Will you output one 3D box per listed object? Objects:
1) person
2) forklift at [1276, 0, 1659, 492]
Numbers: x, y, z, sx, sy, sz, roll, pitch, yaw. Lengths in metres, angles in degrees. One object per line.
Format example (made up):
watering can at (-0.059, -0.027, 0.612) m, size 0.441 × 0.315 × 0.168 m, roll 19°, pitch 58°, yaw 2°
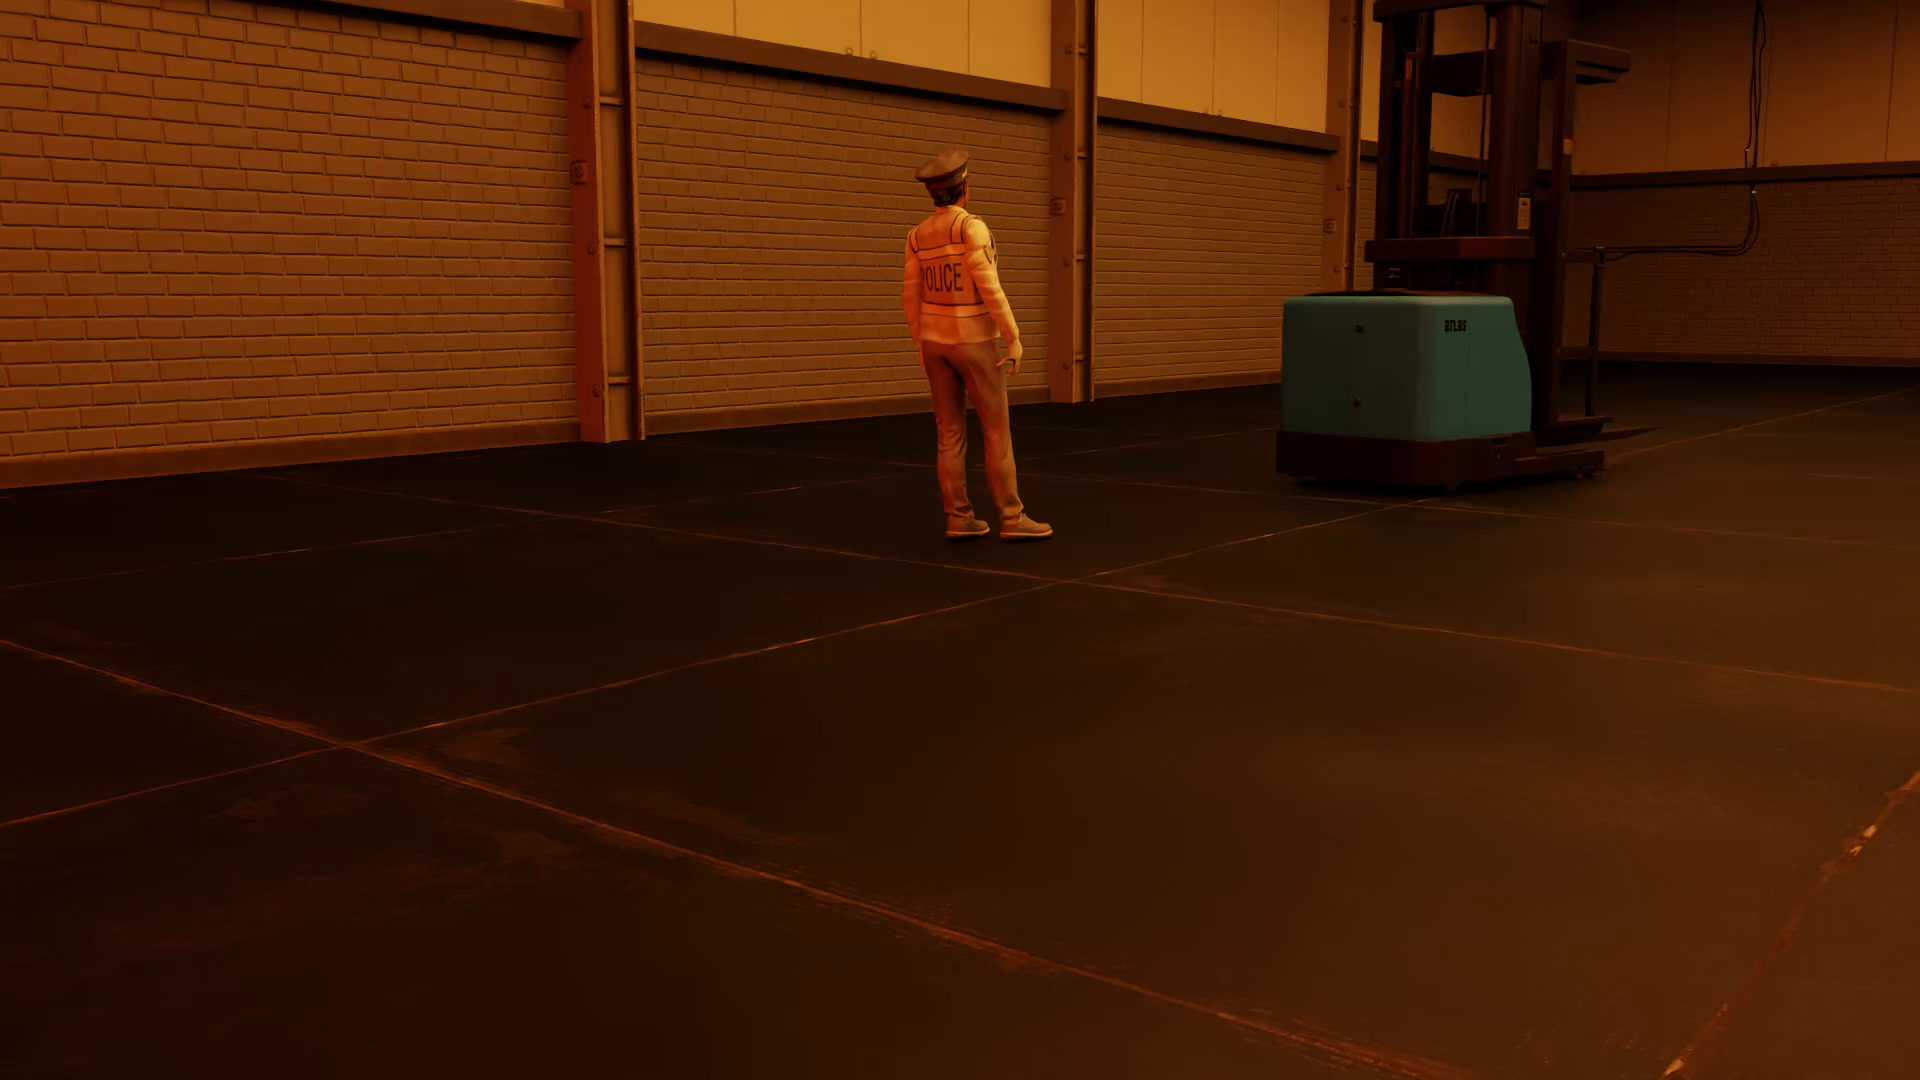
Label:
person at (0.049, -0.853, 7.330) m, size 0.586 × 1.694 × 0.530 m, roll 7°, pitch 11°, yaw 38°
forklift at (3.254, -1.863, 10.010) m, size 3.031 × 2.935 × 1.130 m, roll -7°, pitch 11°, yaw -41°
